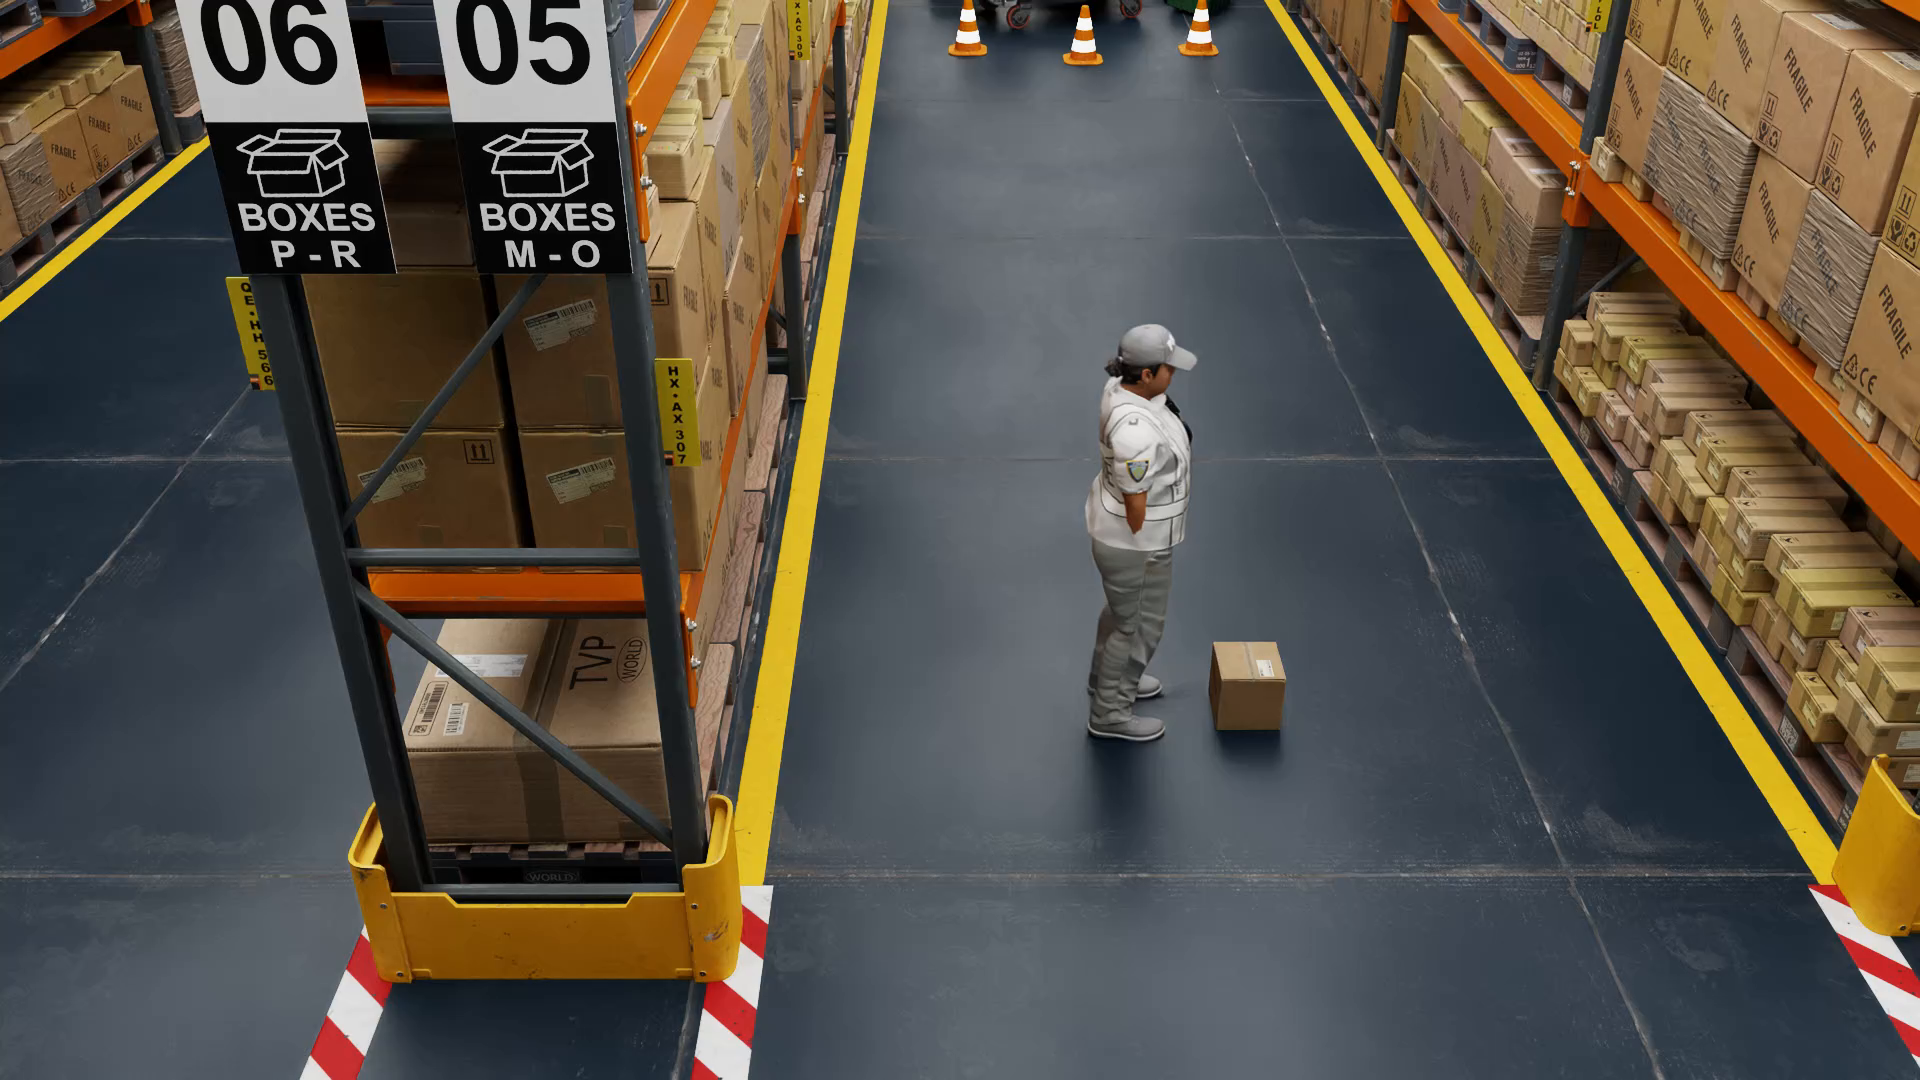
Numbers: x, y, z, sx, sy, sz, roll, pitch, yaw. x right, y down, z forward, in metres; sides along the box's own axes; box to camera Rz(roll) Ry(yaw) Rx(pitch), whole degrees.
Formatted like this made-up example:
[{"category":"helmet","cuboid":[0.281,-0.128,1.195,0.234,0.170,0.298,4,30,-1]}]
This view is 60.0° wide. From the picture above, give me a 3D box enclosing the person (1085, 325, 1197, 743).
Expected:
[{"category":"person","cuboid":[0.660,-0.033,6.196,0.391,1.659,0.469,1,32,1]}]
